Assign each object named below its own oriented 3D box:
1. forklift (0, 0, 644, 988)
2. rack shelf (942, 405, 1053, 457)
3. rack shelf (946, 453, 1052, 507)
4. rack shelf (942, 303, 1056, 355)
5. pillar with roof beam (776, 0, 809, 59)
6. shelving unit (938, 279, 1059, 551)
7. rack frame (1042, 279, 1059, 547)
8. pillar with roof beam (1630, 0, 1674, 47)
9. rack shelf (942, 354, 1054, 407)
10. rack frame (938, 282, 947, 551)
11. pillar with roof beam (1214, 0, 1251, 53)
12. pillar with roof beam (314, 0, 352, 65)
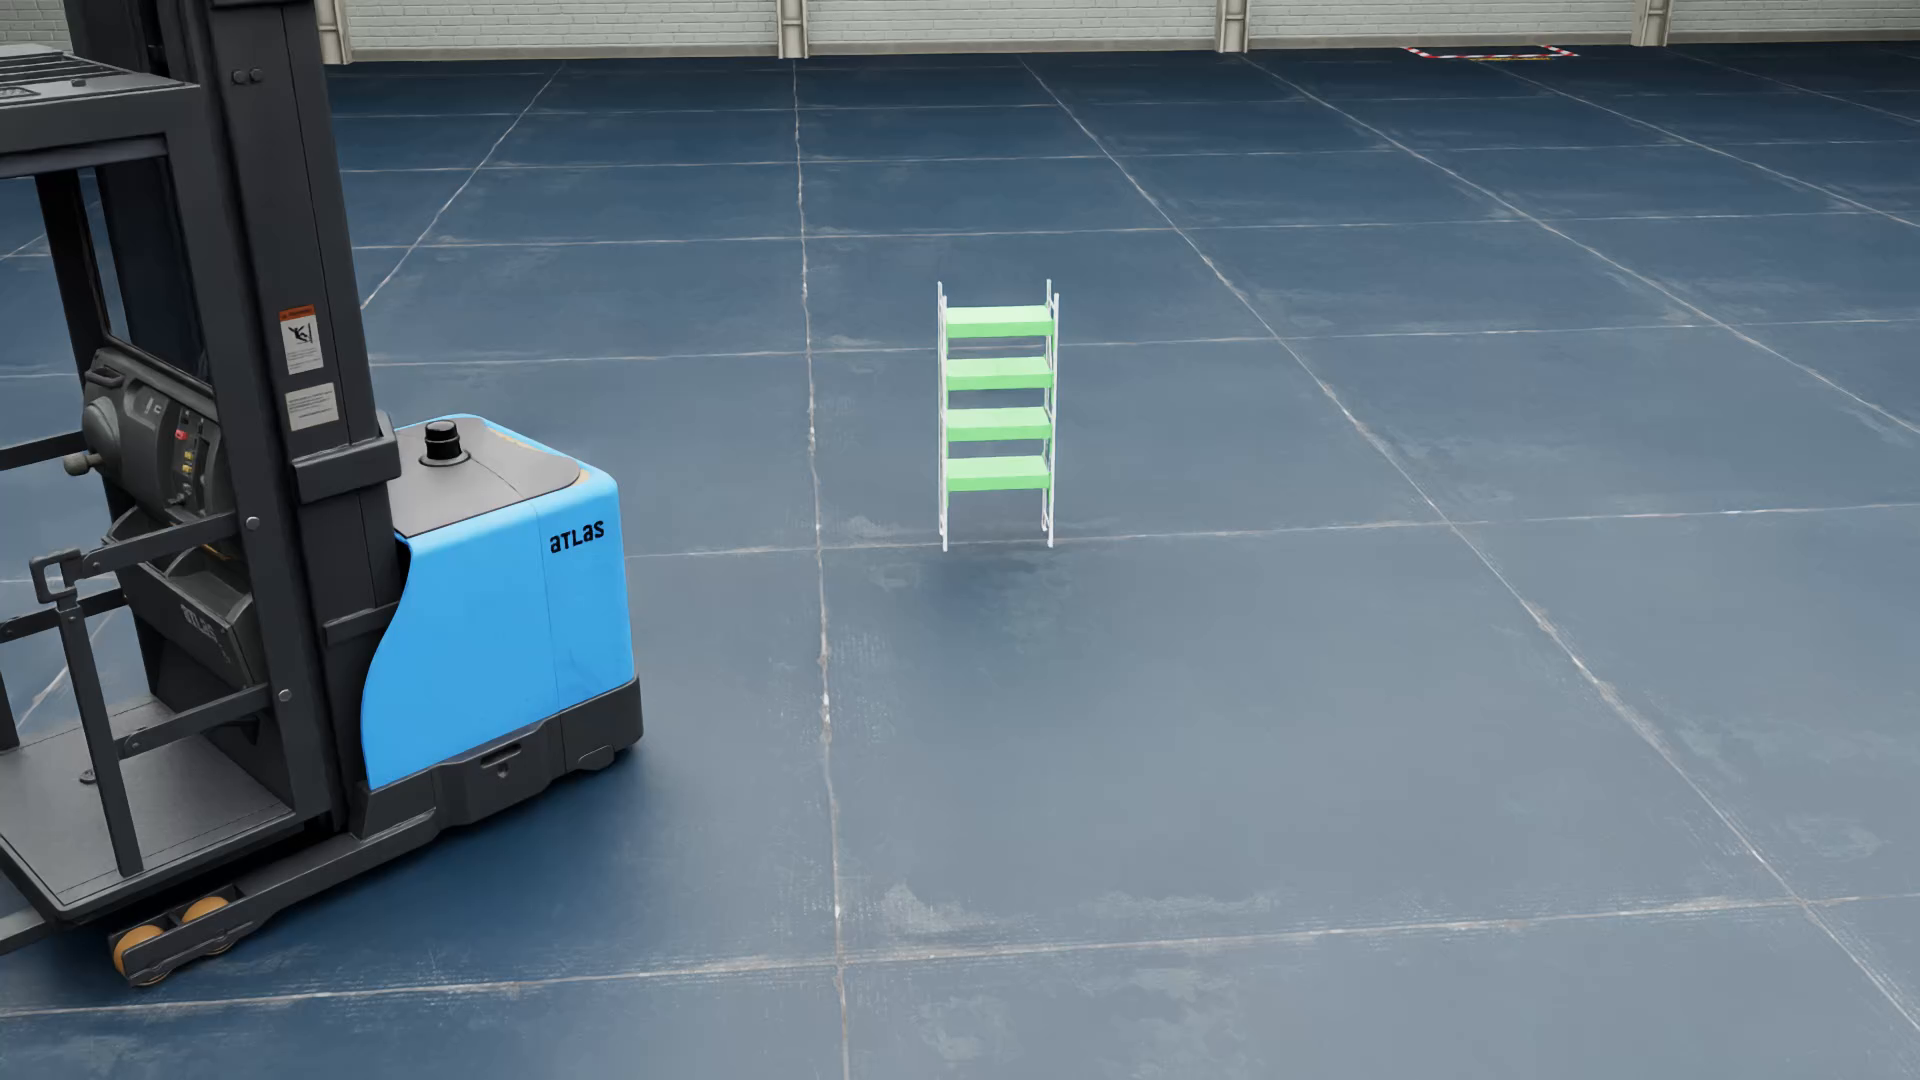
[{"bbox_3d":[-2.529,-0.281,4.774,1.130,2.935,3.031,22,32,40],"label":"forklift"},{"bbox_3d":[0.165,-0.496,7.547,0.480,0.148,0.258,-2,24,-5],"label":"rack shelf"},{"bbox_3d":[0.165,-0.277,7.645,0.480,0.148,0.258,-2,24,-5],"label":"rack shelf"},{"bbox_3d":[0.165,-0.935,7.352,0.480,0.148,0.258,-2,24,-5],"label":"rack shelf"},{"bbox_3d":[-1.818,-8.874,16.635,0.400,9.000,9.100,-2,24,-5],"label":"pillar with roof beam"},{"bbox_3d":[0.165,-0.555,7.521,0.503,1.200,0.258,-2,24,-5],"label":"shelving unit"},{"bbox_3d":[0.408,-0.565,7.543,0.015,1.200,0.240,-2,24,-5],"label":"rack frame"},{"bbox_3d":[10.124,-9.353,17.713,0.400,9.000,9.100,-2,24,-5],"label":"pillar with roof beam"},{"bbox_3d":[0.165,-0.716,7.450,0.480,0.148,0.258,-2,24,-5],"label":"rack shelf"},{"bbox_3d":[-0.078,-0.545,7.499,0.015,1.200,0.240,-2,24,-5],"label":"rack frame"},{"bbox_3d":[4.153,-9.113,17.174,0.400,9.000,9.100,-2,24,-5],"label":"pillar with roof beam"},{"bbox_3d":[-7.789,-8.634,16.096,0.400,9.000,9.100,-2,24,-5],"label":"pillar with roof beam"}]
